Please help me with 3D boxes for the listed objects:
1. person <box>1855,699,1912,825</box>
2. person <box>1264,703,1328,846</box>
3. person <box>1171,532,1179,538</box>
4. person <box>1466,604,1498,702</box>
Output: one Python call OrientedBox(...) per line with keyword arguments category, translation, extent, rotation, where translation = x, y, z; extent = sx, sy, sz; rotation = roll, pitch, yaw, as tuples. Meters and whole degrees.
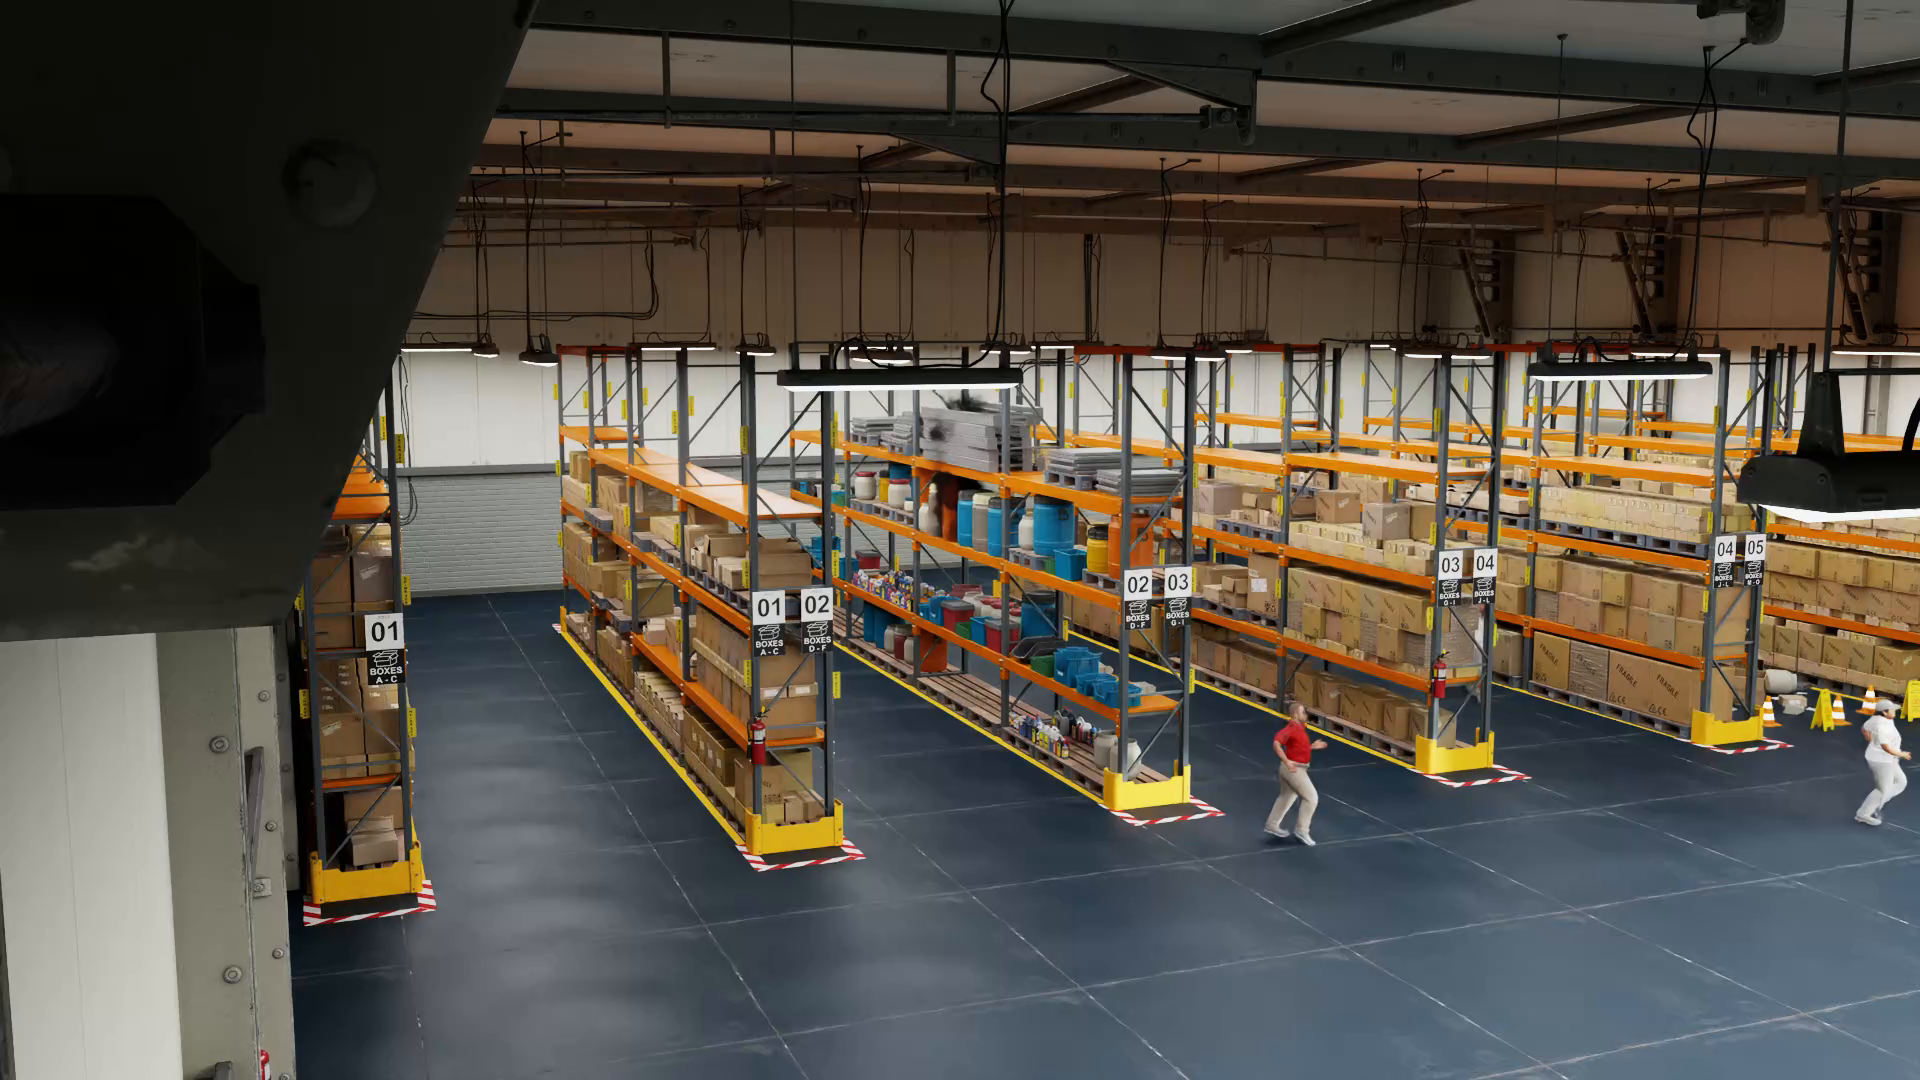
OrientedBox(category="person", translation=(11.826, 2.828, 21.277), extent=(0.588, 1.626, 0.618), rotation=(3, 8, 19))
OrientedBox(category="person", translation=(4.145, 2.890, 20.502), extent=(0.739, 1.778, 0.649), rotation=(1, 7, 11))
OrientedBox(category="person", translation=(4.928, 0.646, 38.247), extent=(0.743, 1.661, 0.565), rotation=(-3, 8, -20))
OrientedBox(category="person", translation=(8.888, 1.857, 28.386), extent=(0.661, 1.823, 0.726), rotation=(-3, 8, -21))
